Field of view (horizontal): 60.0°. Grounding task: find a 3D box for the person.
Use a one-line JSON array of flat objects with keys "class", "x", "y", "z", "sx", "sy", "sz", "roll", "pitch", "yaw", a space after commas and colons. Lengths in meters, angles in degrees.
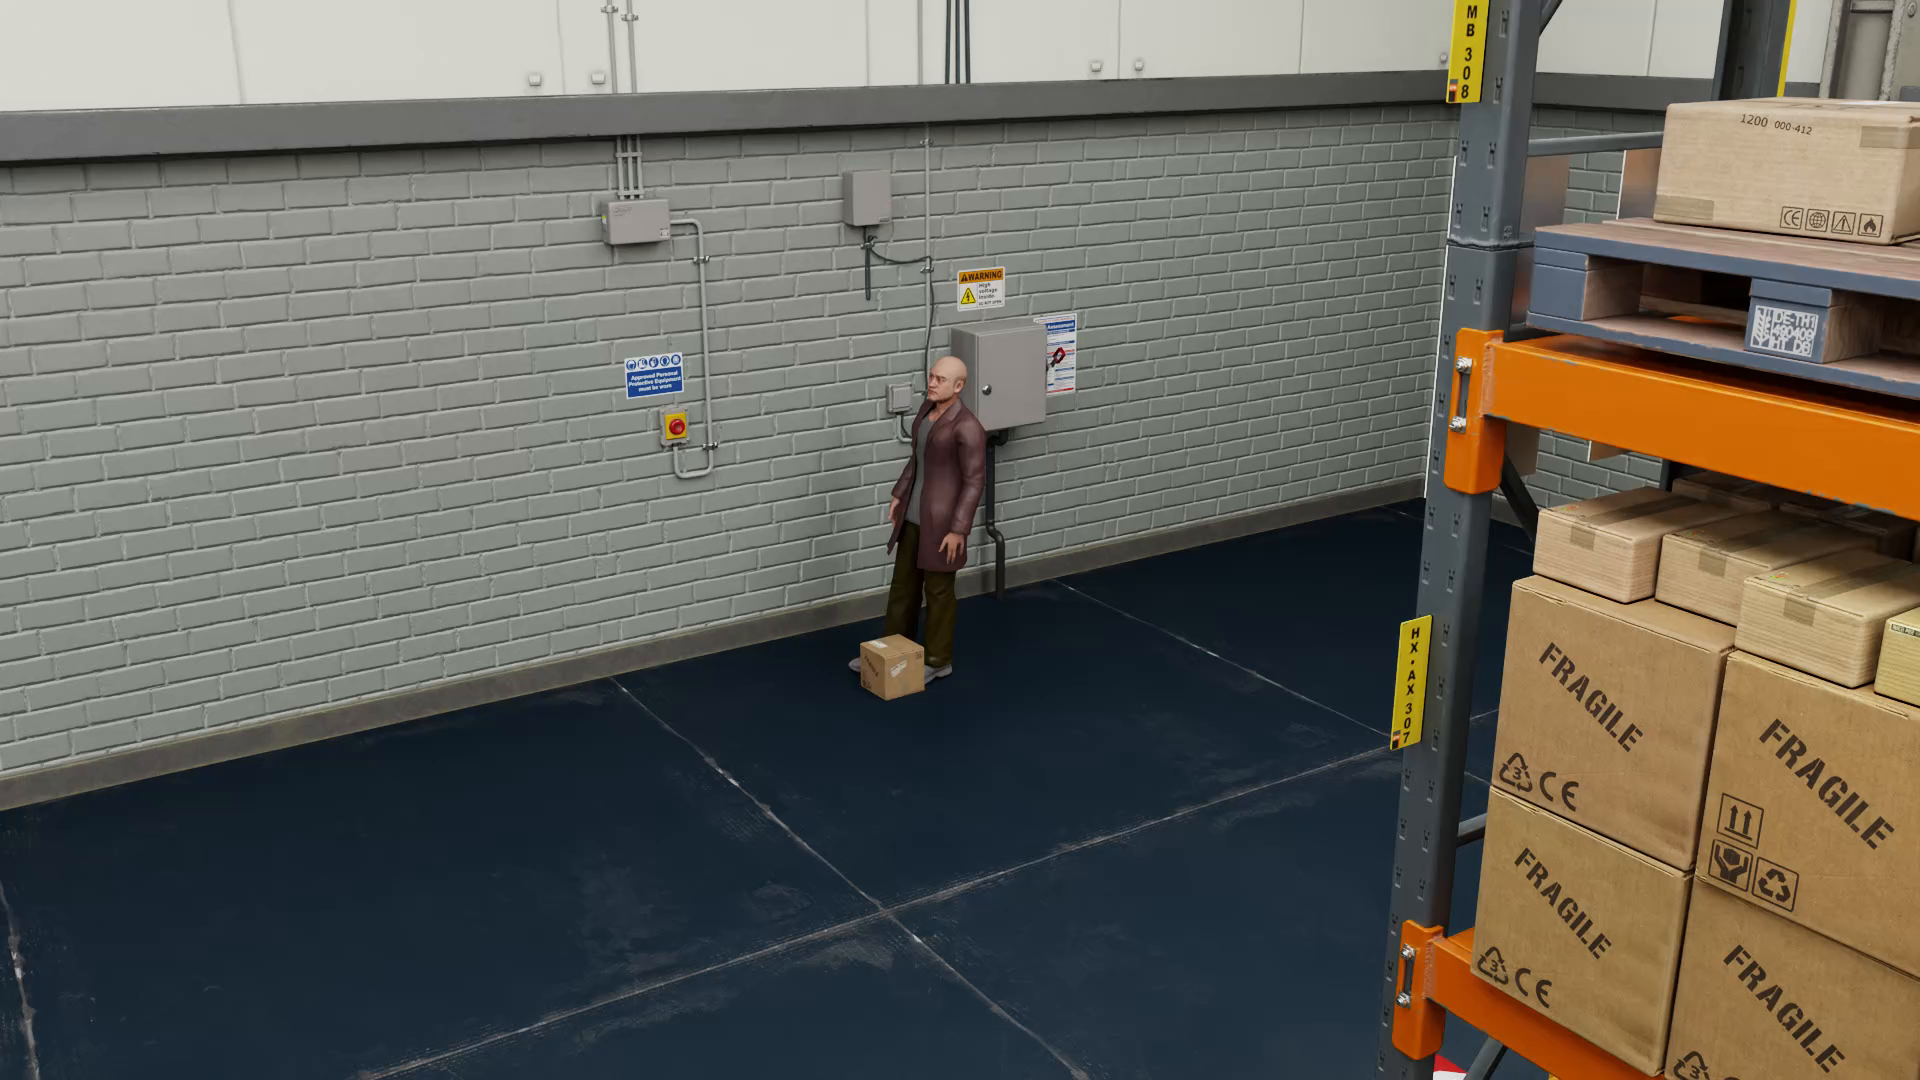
[{"class": "person", "x": -0.215, "y": -0.090, "z": 8.829, "sx": 0.580, "sy": 1.777, "sz": 0.698, "roll": -11, "pitch": 21, "yaw": -31}]
